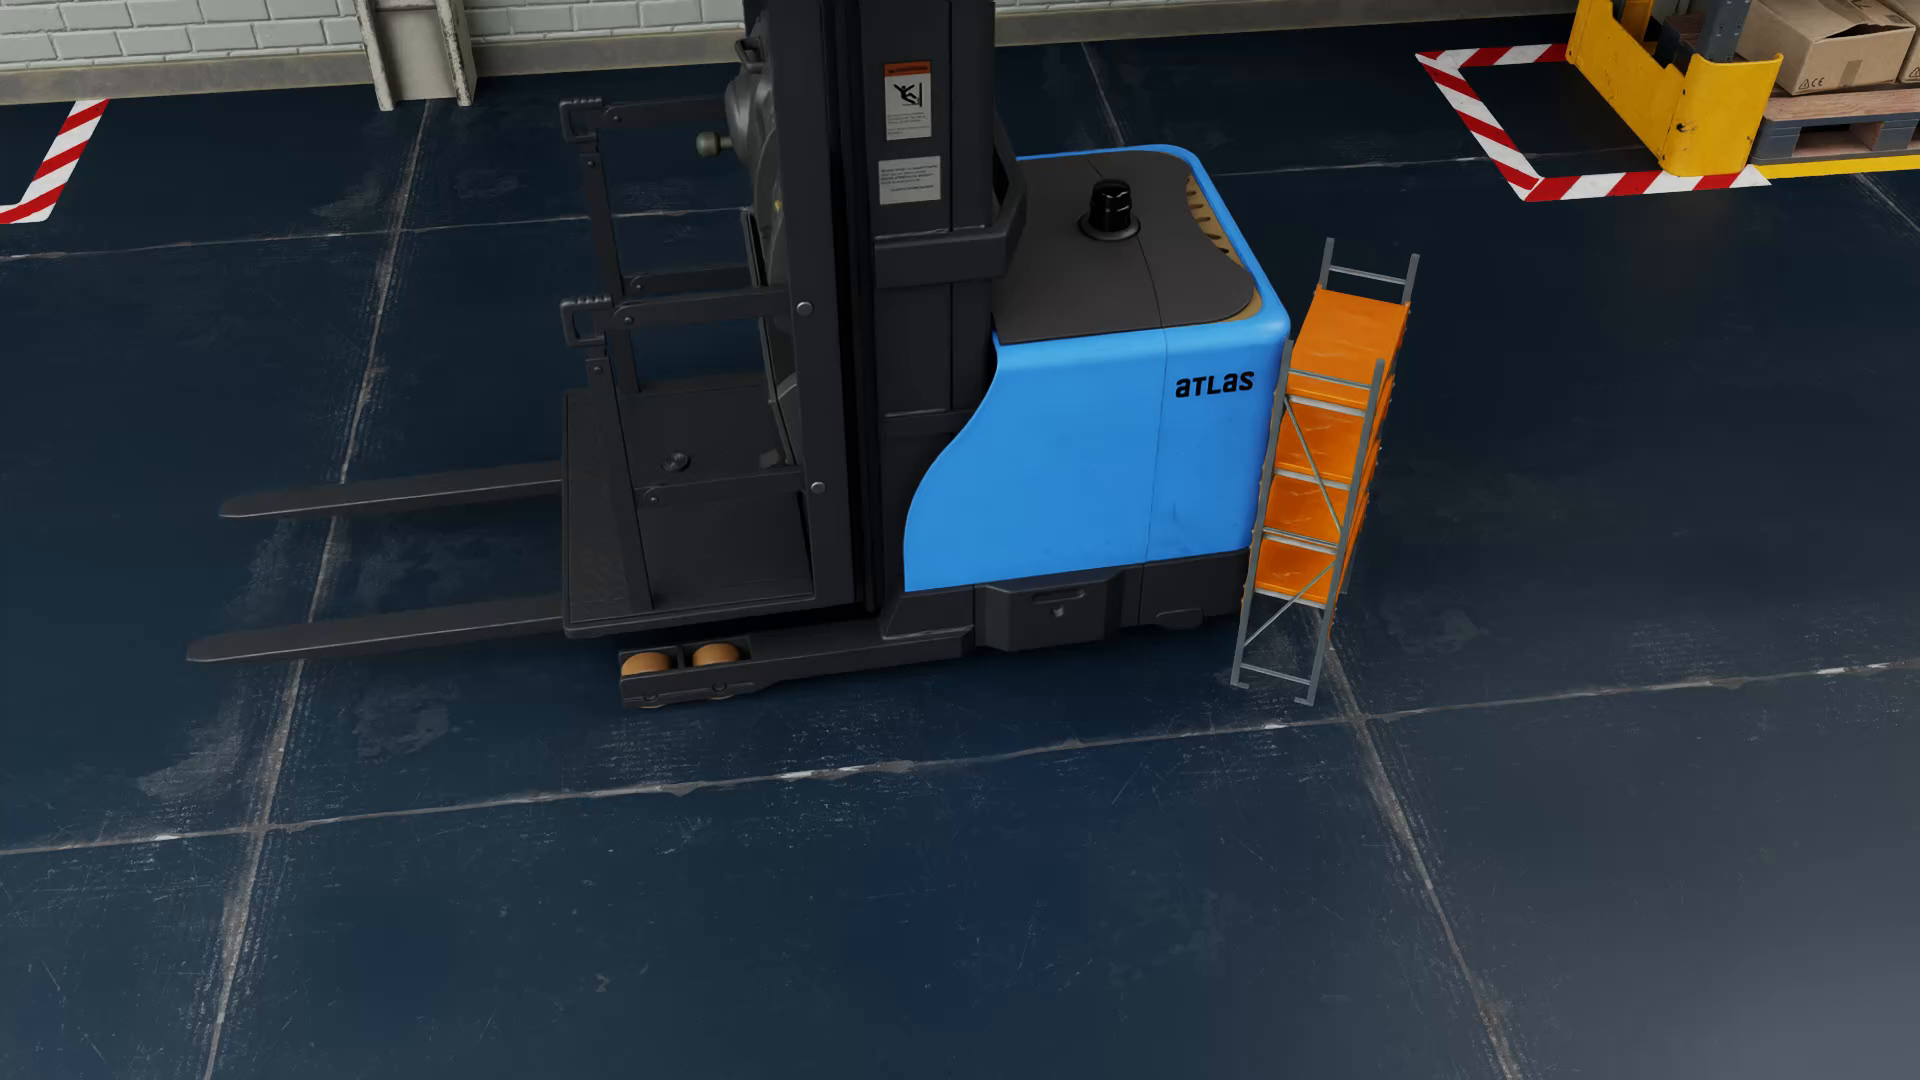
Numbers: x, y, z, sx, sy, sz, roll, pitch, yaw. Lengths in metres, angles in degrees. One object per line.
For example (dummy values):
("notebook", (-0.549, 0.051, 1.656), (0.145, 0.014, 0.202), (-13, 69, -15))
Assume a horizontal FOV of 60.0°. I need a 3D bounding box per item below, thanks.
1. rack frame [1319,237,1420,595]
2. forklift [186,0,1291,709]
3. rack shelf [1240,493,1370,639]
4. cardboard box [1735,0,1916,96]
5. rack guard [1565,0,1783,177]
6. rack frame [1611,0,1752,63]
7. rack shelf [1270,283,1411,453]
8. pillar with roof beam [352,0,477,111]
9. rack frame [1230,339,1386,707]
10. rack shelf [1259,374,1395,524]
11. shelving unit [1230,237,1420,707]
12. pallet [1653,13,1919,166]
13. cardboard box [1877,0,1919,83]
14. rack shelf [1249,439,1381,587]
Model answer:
("rack frame", (1.066, -0.311, 4.698), (0.240, 1.200, 0.015), (14, 44, 15))
("forklift", (-0.690, -0.994, 4.164), (3.031, 2.935, 1.130), (-7, 43, -8))
("rack shelf", (0.979, 0.040, 4.707), (0.258, 0.148, 0.480), (14, 44, 15))
("cardboard box", (3.678, -2.182, 7.109), (0.500, 0.311, 0.500), (-9, 43, -10))
("rack guard", (3.056, -2.095, 7.200), (0.348, 0.500, 1.175), (-5, 42, -6))
("rack frame", (2.981, -3.017, 6.355), (0.127, 3.000, 1.000), (-5, 42, -6))
("rack shelf", (0.979, -0.450, 4.266), (0.258, 0.148, 0.480), (14, 44, 15))
("pillar with roof beam", (-1.829, -2.500, 1.303), (0.400, 9.000, 9.100), (-5, 42, -6))
("rack frame", (0.892, -0.005, 4.360), (0.240, 1.200, 0.015), (14, 44, 15))
("rack shelf", (0.979, -0.274, 4.424), (0.258, 0.148, 0.480), (14, 44, 15))
("shelving unit", (0.979, -0.158, 4.529), (0.258, 1.200, 0.503), (14, 44, 15))
("pallet", (3.866, -2.035, 7.348), (1.213, 0.211, 1.003), (-5, 42, -6))
("cardboard box", (4.244, -2.231, 7.163), (0.500, 0.311, 0.500), (-2, 42, -2))
("rack shelf", (0.979, -0.108, 4.574), (0.258, 0.148, 0.480), (14, 44, 15))
